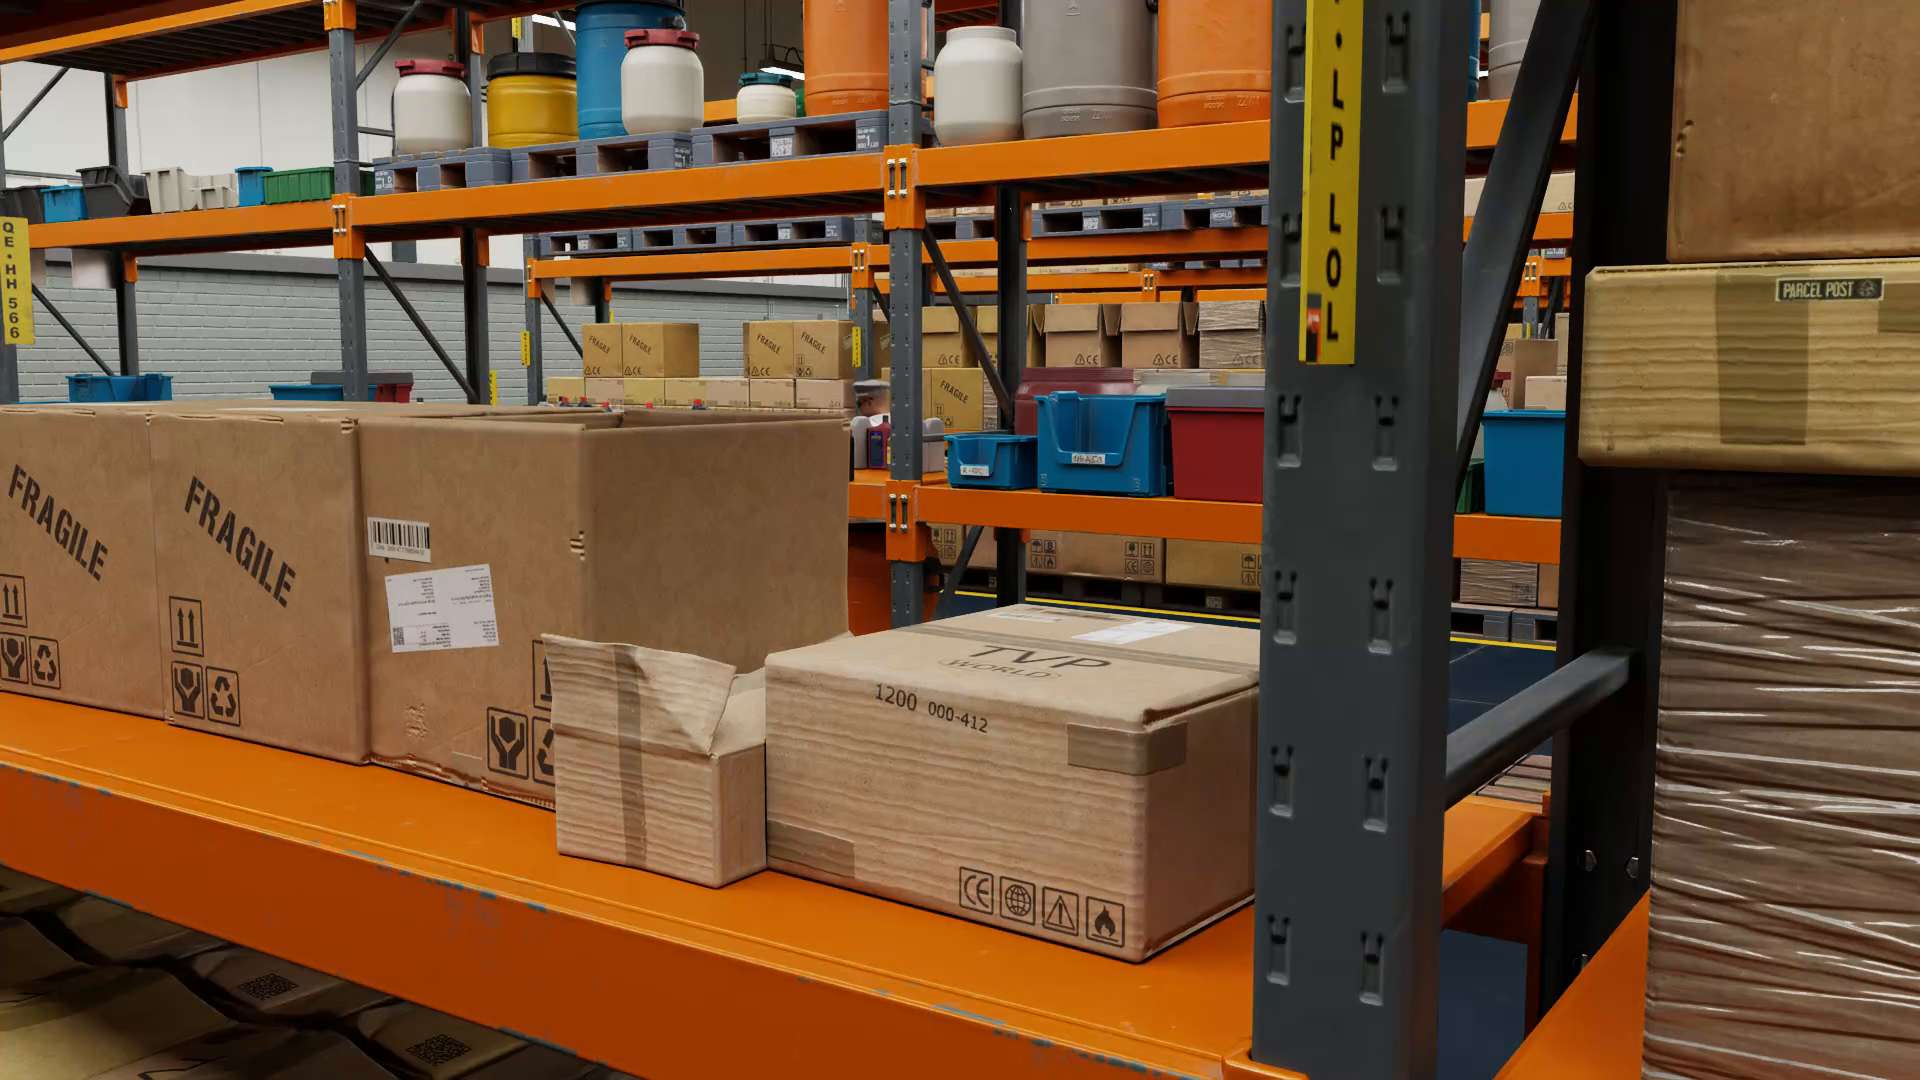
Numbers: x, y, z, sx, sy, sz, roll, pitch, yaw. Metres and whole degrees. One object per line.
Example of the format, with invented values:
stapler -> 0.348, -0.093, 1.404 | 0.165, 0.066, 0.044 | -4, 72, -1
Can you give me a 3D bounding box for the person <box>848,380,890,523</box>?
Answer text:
person -> -0.563, -0.180, 10.990 | 0.391, 1.745, 0.530 | 4, 8, 35
